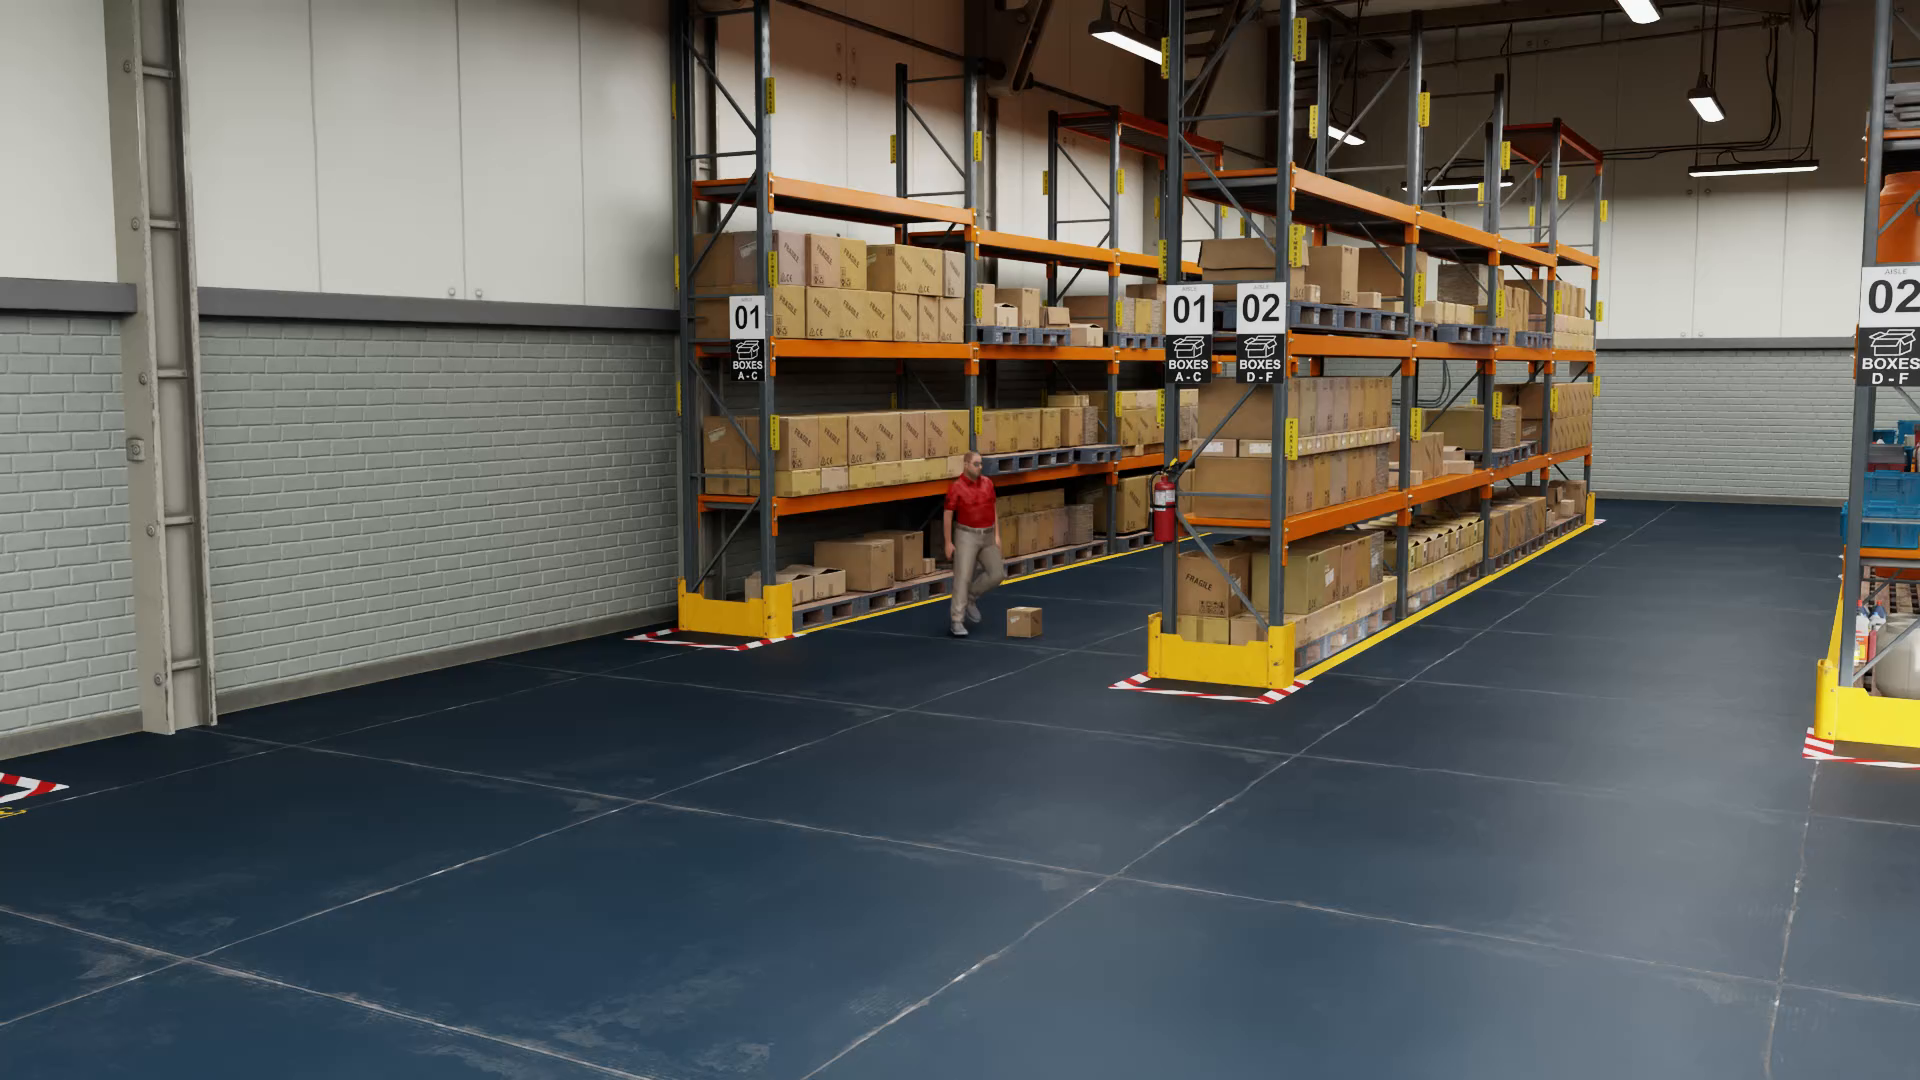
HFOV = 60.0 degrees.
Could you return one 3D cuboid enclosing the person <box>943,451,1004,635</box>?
[{"bbox_3d":[0.073,0.007,16.005,0.641,1.721,0.634,-5,7,-38],"label":"person"}]
